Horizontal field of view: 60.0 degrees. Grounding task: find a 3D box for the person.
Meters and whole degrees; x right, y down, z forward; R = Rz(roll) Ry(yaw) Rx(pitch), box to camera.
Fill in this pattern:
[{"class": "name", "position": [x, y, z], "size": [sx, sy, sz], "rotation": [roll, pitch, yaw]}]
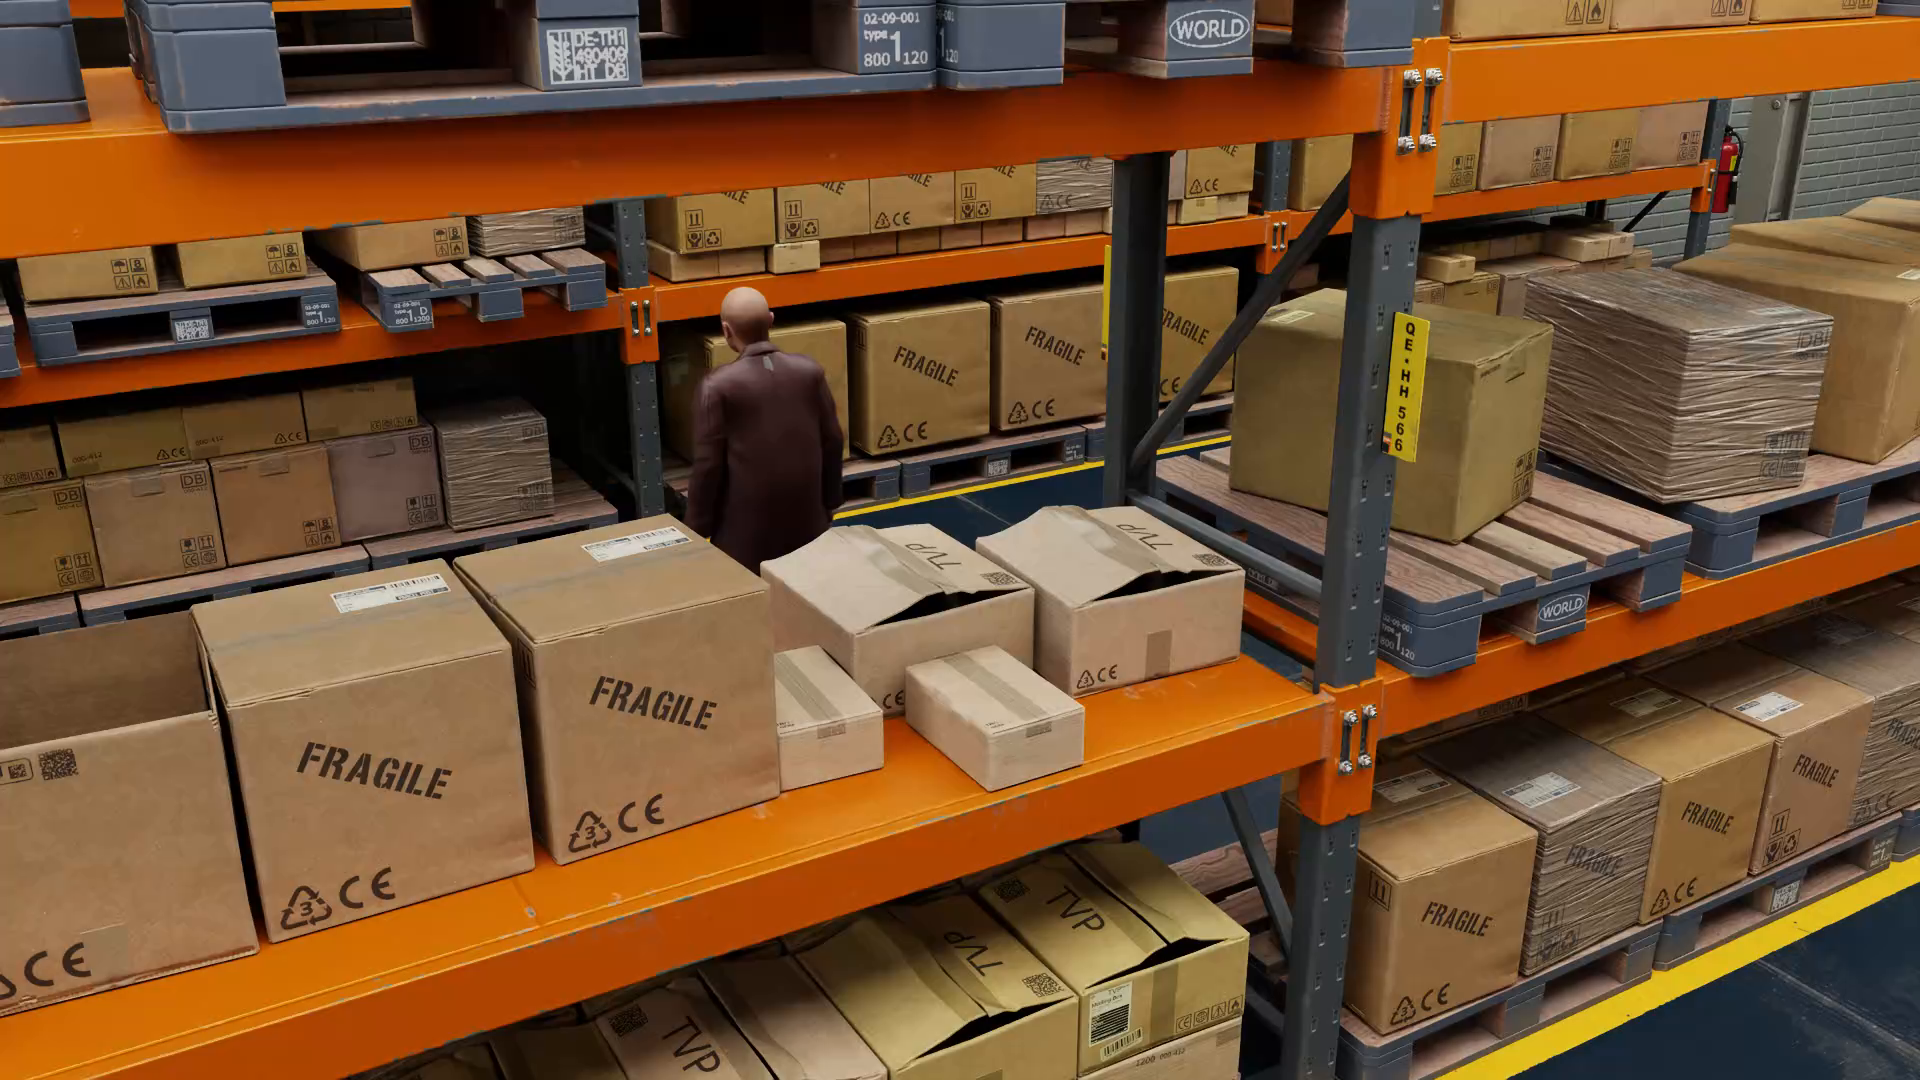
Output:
[{"class": "person", "position": [-0.733, -0.074, 6.295], "size": [0.653, 1.774, 0.416], "rotation": [-13, 25, -29]}]
